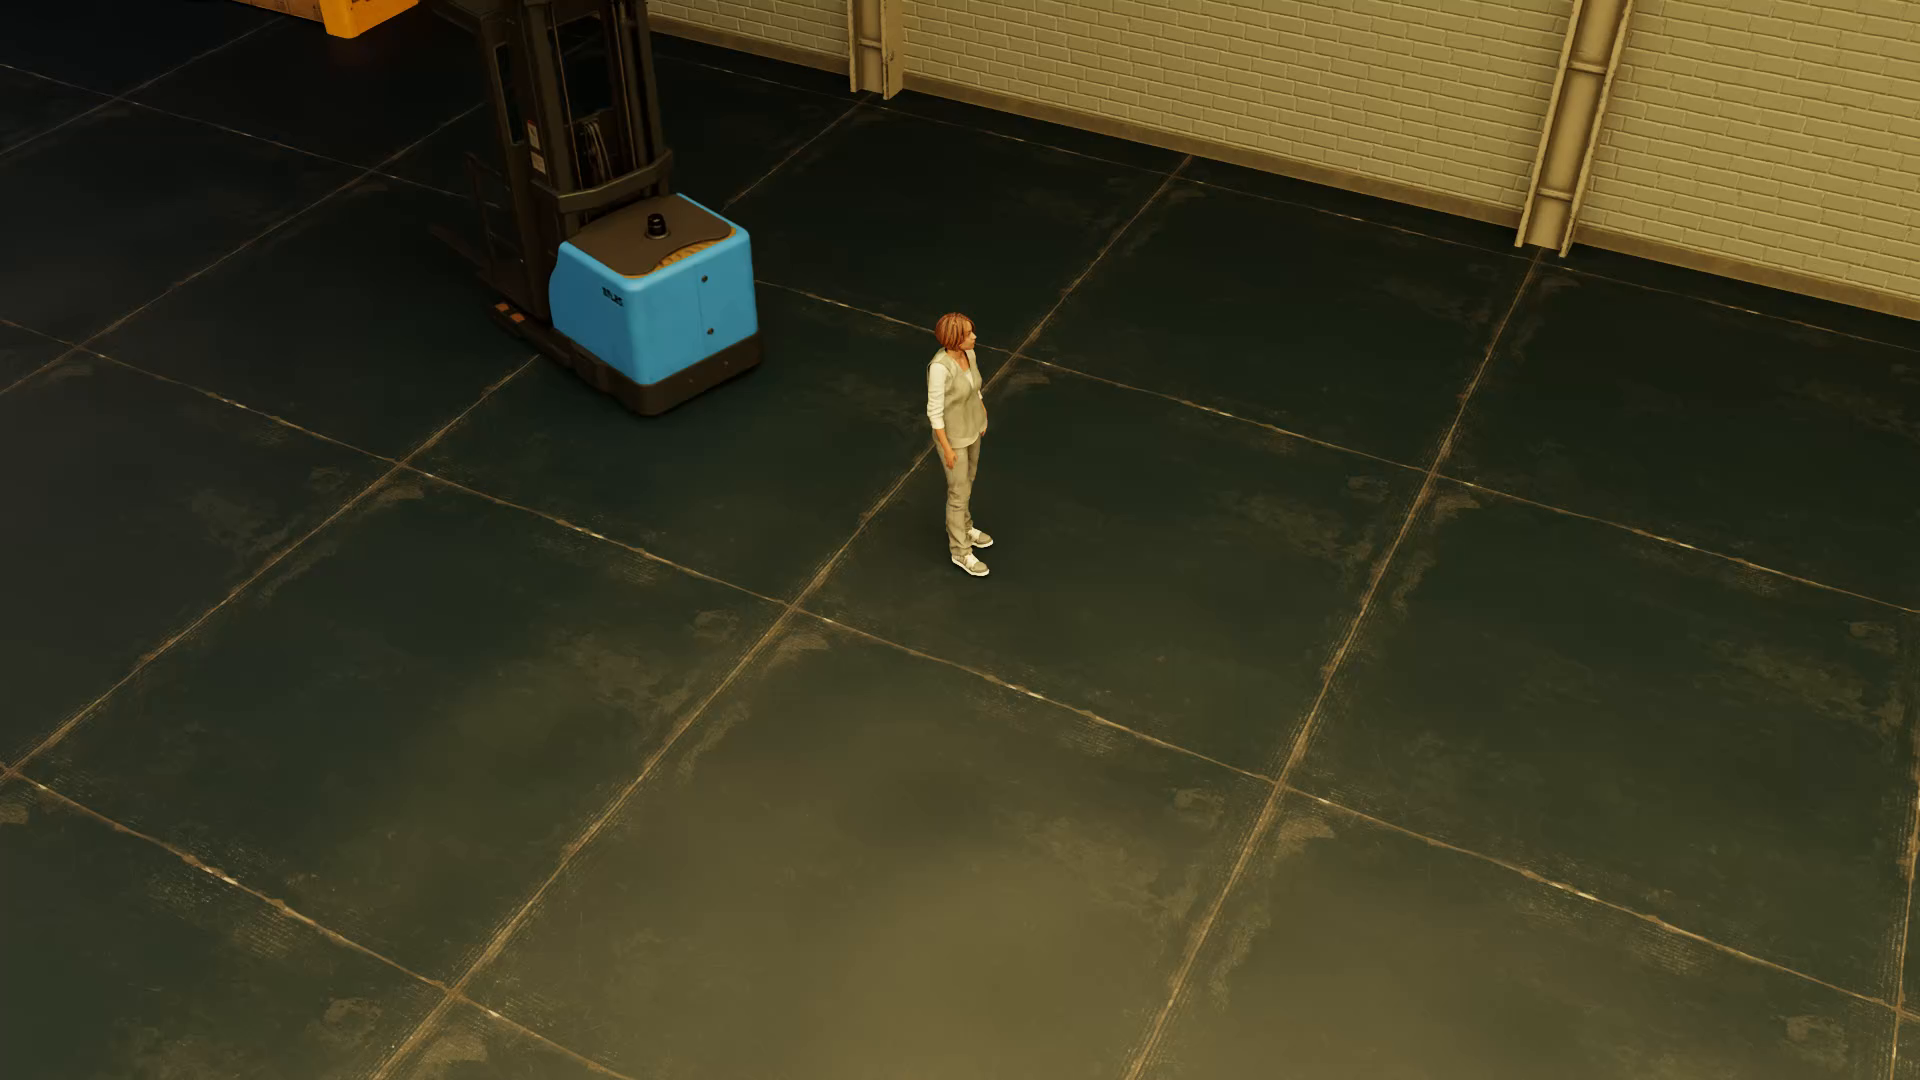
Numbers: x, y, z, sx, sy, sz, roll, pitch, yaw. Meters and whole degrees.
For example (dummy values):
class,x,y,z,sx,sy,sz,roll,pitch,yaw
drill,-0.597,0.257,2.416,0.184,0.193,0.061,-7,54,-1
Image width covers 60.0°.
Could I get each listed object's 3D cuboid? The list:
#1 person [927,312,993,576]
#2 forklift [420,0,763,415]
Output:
class,x,y,z,sx,sy,sz,roll,pitch,yaw
person,0.060,-0.581,9.712,0.473,1.584,0.521,18,43,21
forklift,-2.776,-2.800,11.311,1.130,2.935,3.031,-33,50,-33
